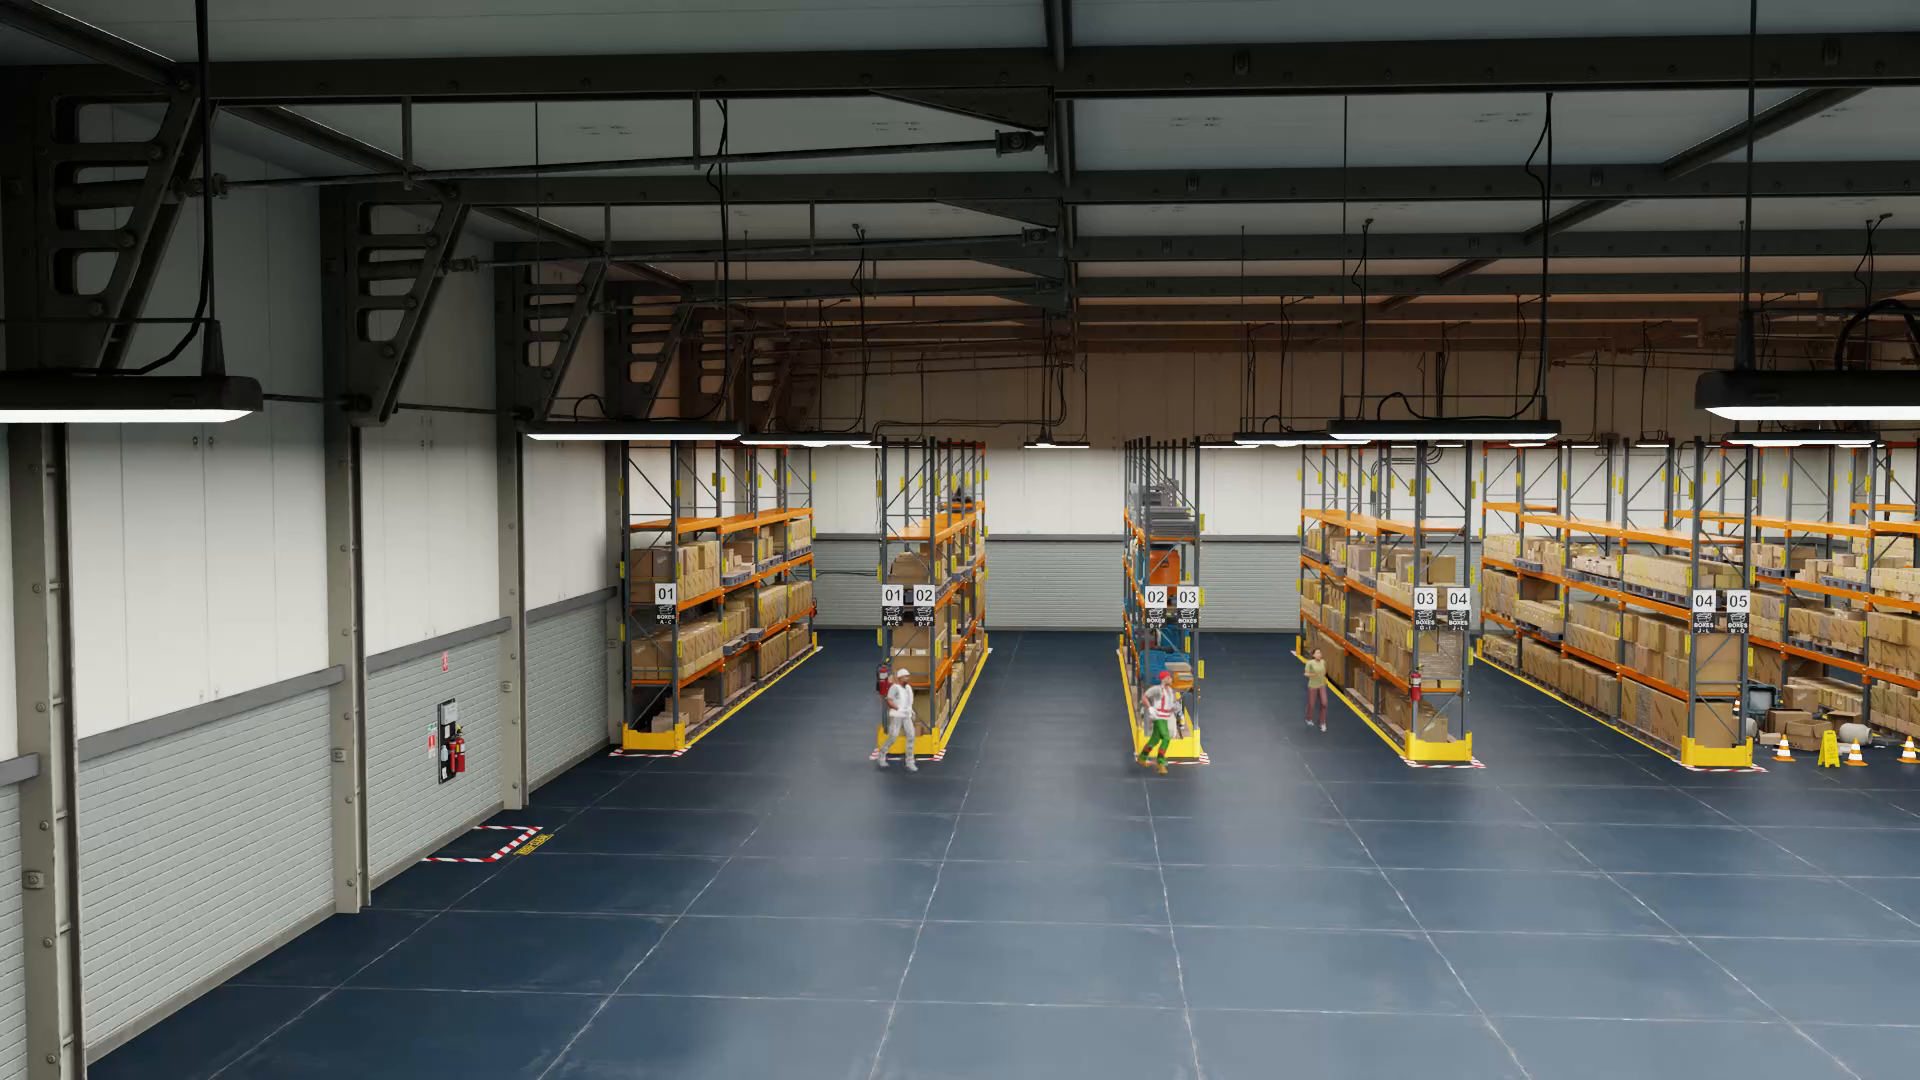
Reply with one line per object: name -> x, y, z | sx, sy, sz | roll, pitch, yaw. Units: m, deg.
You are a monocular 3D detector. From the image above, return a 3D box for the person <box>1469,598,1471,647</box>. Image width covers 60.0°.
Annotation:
person -> 14.279, 2.382, 47.147 | 0.614, 1.688, 0.603 | -1, 3, -18

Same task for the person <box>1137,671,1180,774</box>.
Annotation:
person -> 3.585, 3.249, 29.816 | 0.776, 1.841, 0.644 | 2, 4, 36

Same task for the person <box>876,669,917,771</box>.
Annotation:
person -> -1.009, 3.216, 29.954 | 0.866, 1.777, 0.746 | 3, 4, 41

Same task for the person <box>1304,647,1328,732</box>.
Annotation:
person -> 7.320, 3.054, 34.227 | 0.524, 1.713, 0.804 | 0, 3, -6
